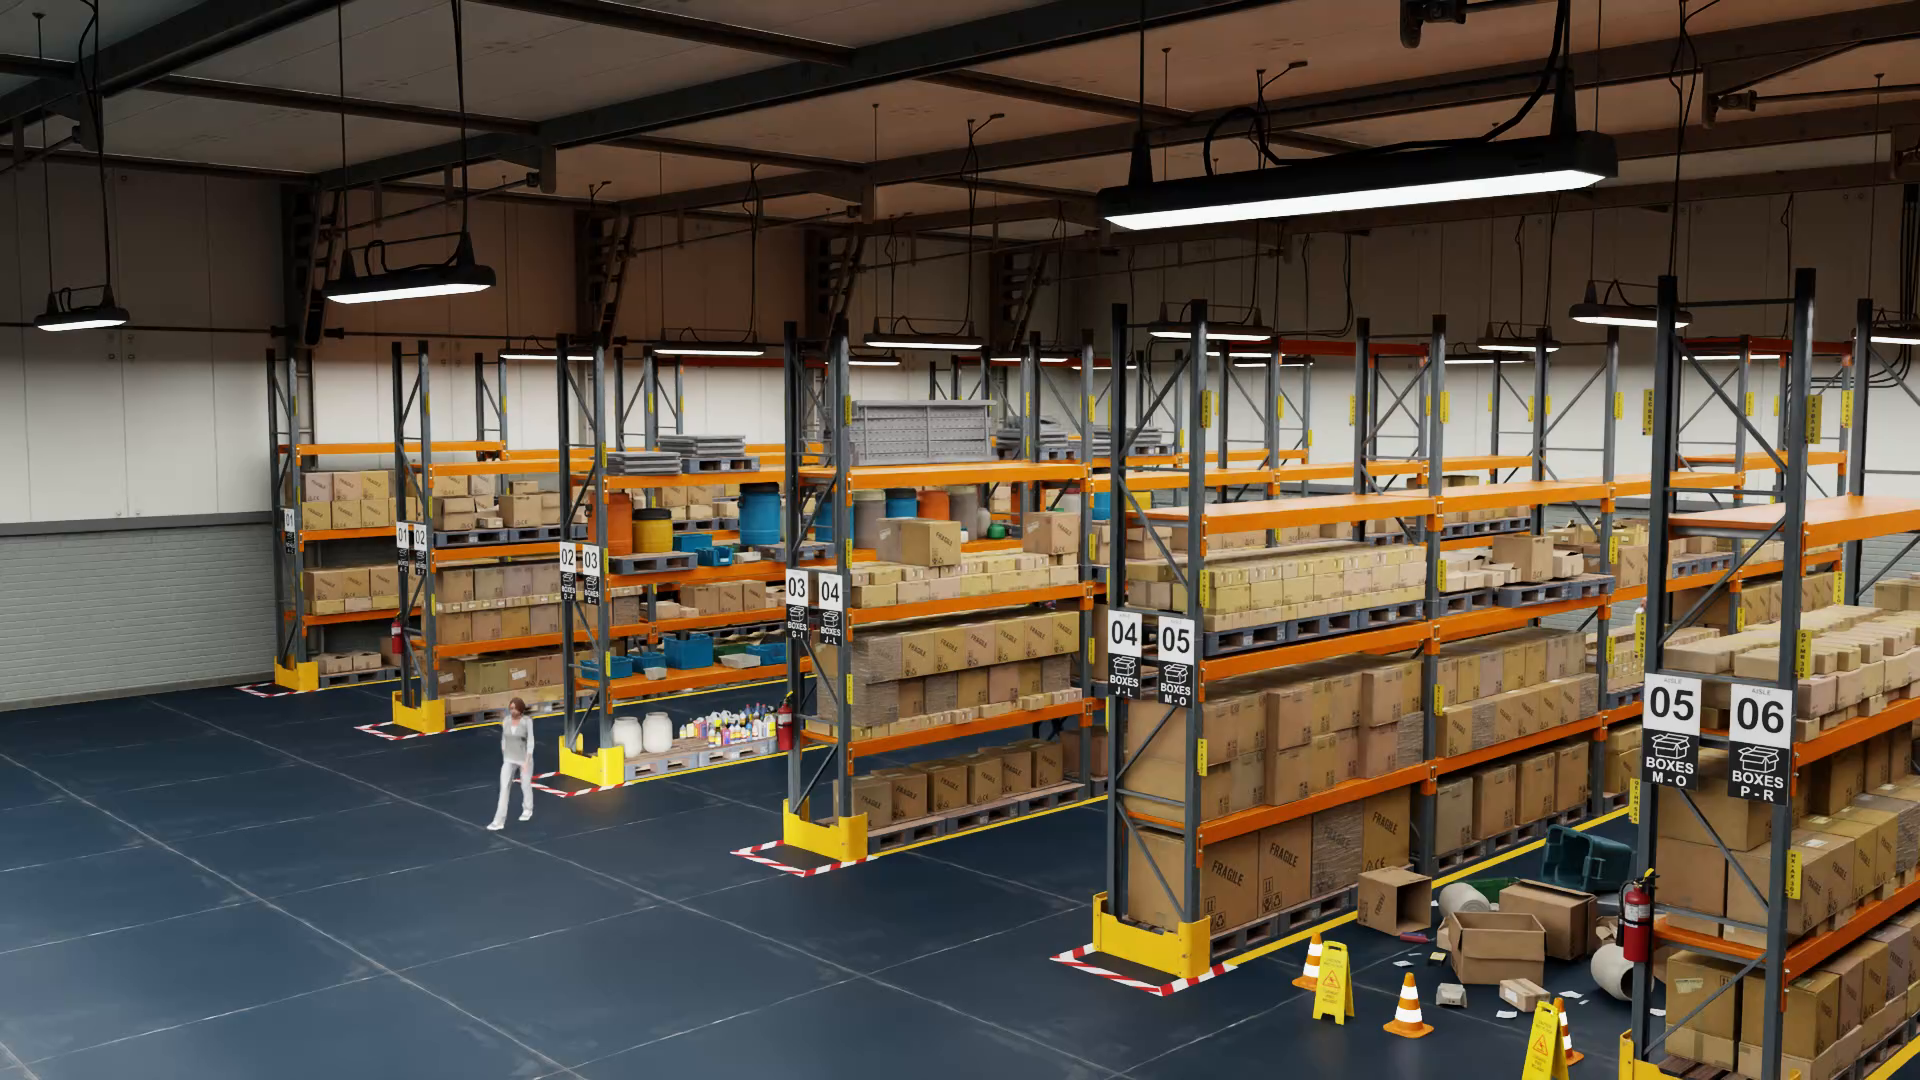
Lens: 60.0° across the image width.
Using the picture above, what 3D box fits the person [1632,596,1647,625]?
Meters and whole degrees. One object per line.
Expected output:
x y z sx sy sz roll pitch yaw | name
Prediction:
12.251 1.791 29.398 0.657 1.683 0.751 -4 6 -36 | person

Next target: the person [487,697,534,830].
-5.319 2.652 19.867 0.471 1.550 0.942 0 5 -2 | person

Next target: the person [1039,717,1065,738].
1.181 2.340 23.540 0.892 1.539 0.428 -3 6 -28 | person
